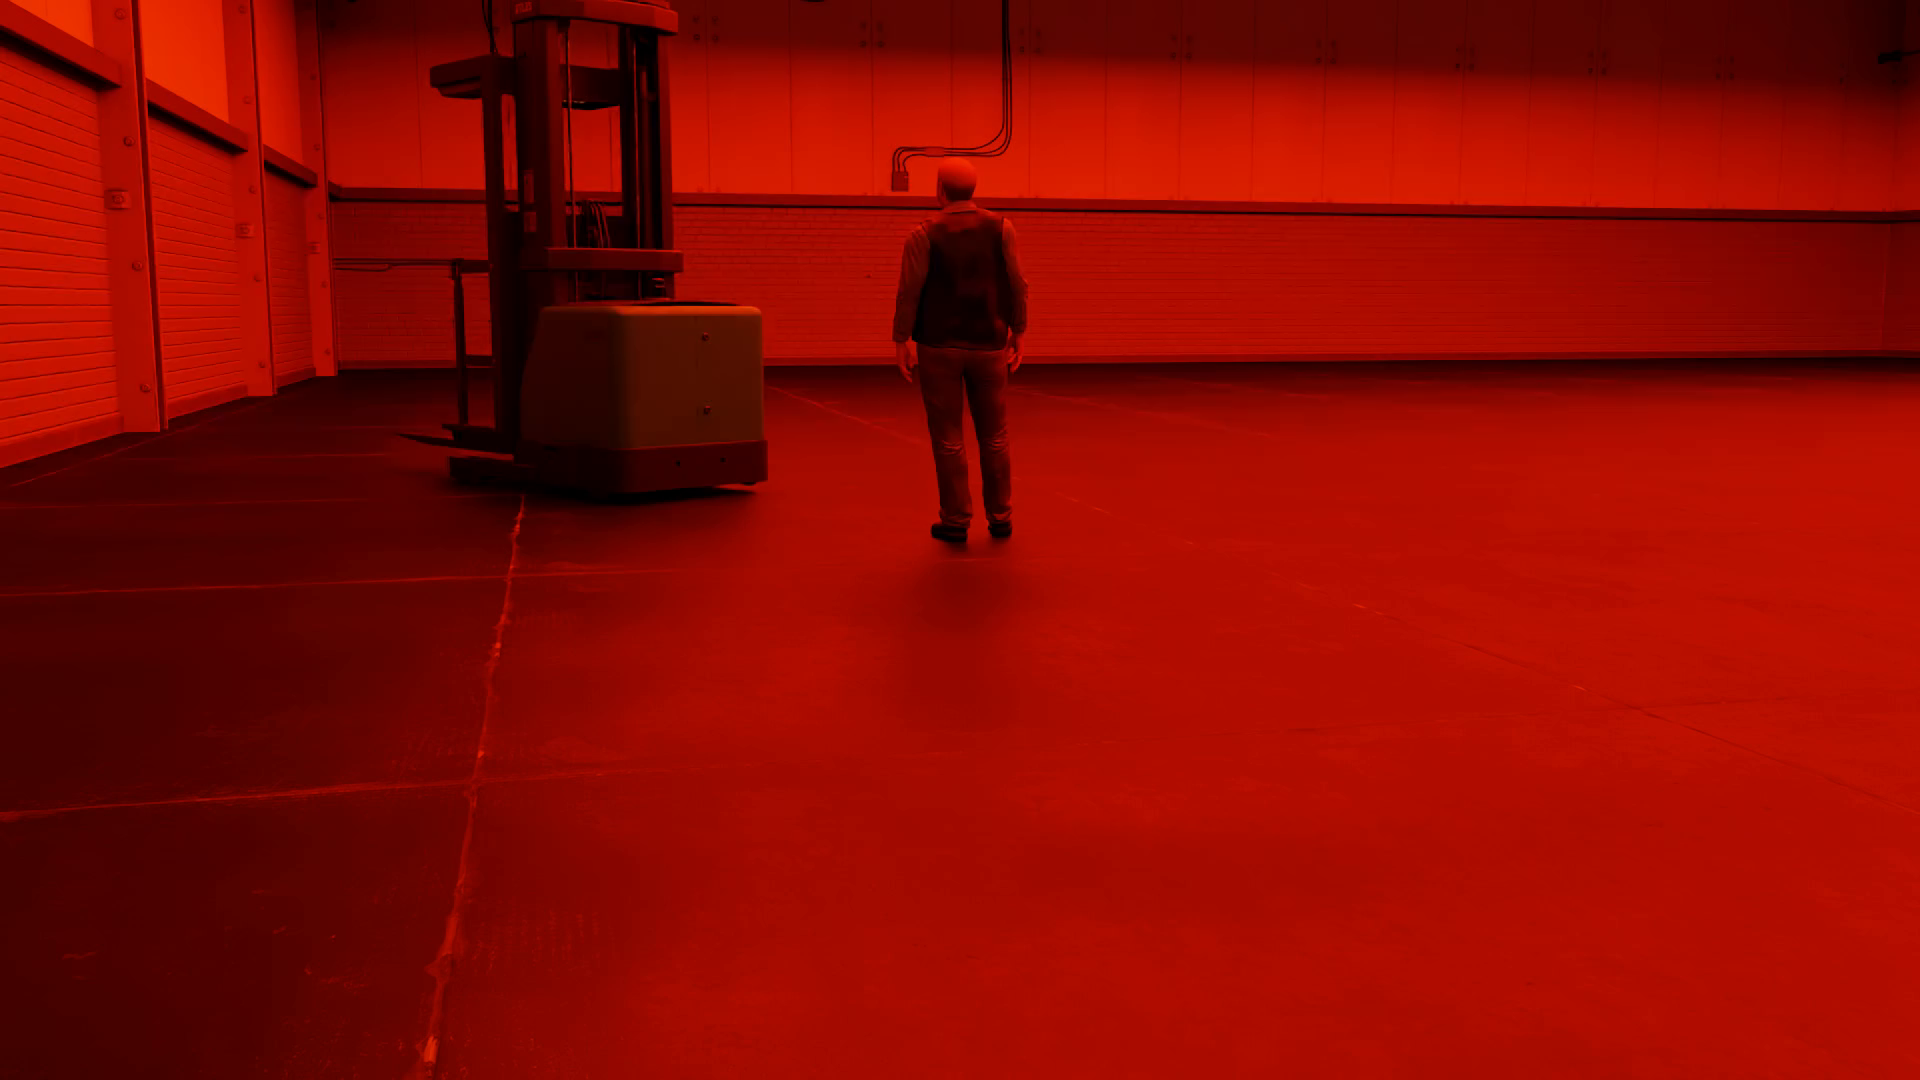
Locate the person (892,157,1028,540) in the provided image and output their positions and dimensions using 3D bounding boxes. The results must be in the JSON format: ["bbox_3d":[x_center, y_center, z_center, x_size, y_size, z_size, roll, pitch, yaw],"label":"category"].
[{"bbox_3d":[-0.008,-0.868,7.649,0.633,1.722,0.566,-2,8,-13],"label":"person"}]

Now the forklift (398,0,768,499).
[{"bbox_3d":[-2.501,-1.828,10.191,1.130,2.935,3.031,-8,11,-43],"label":"forklift"}]
